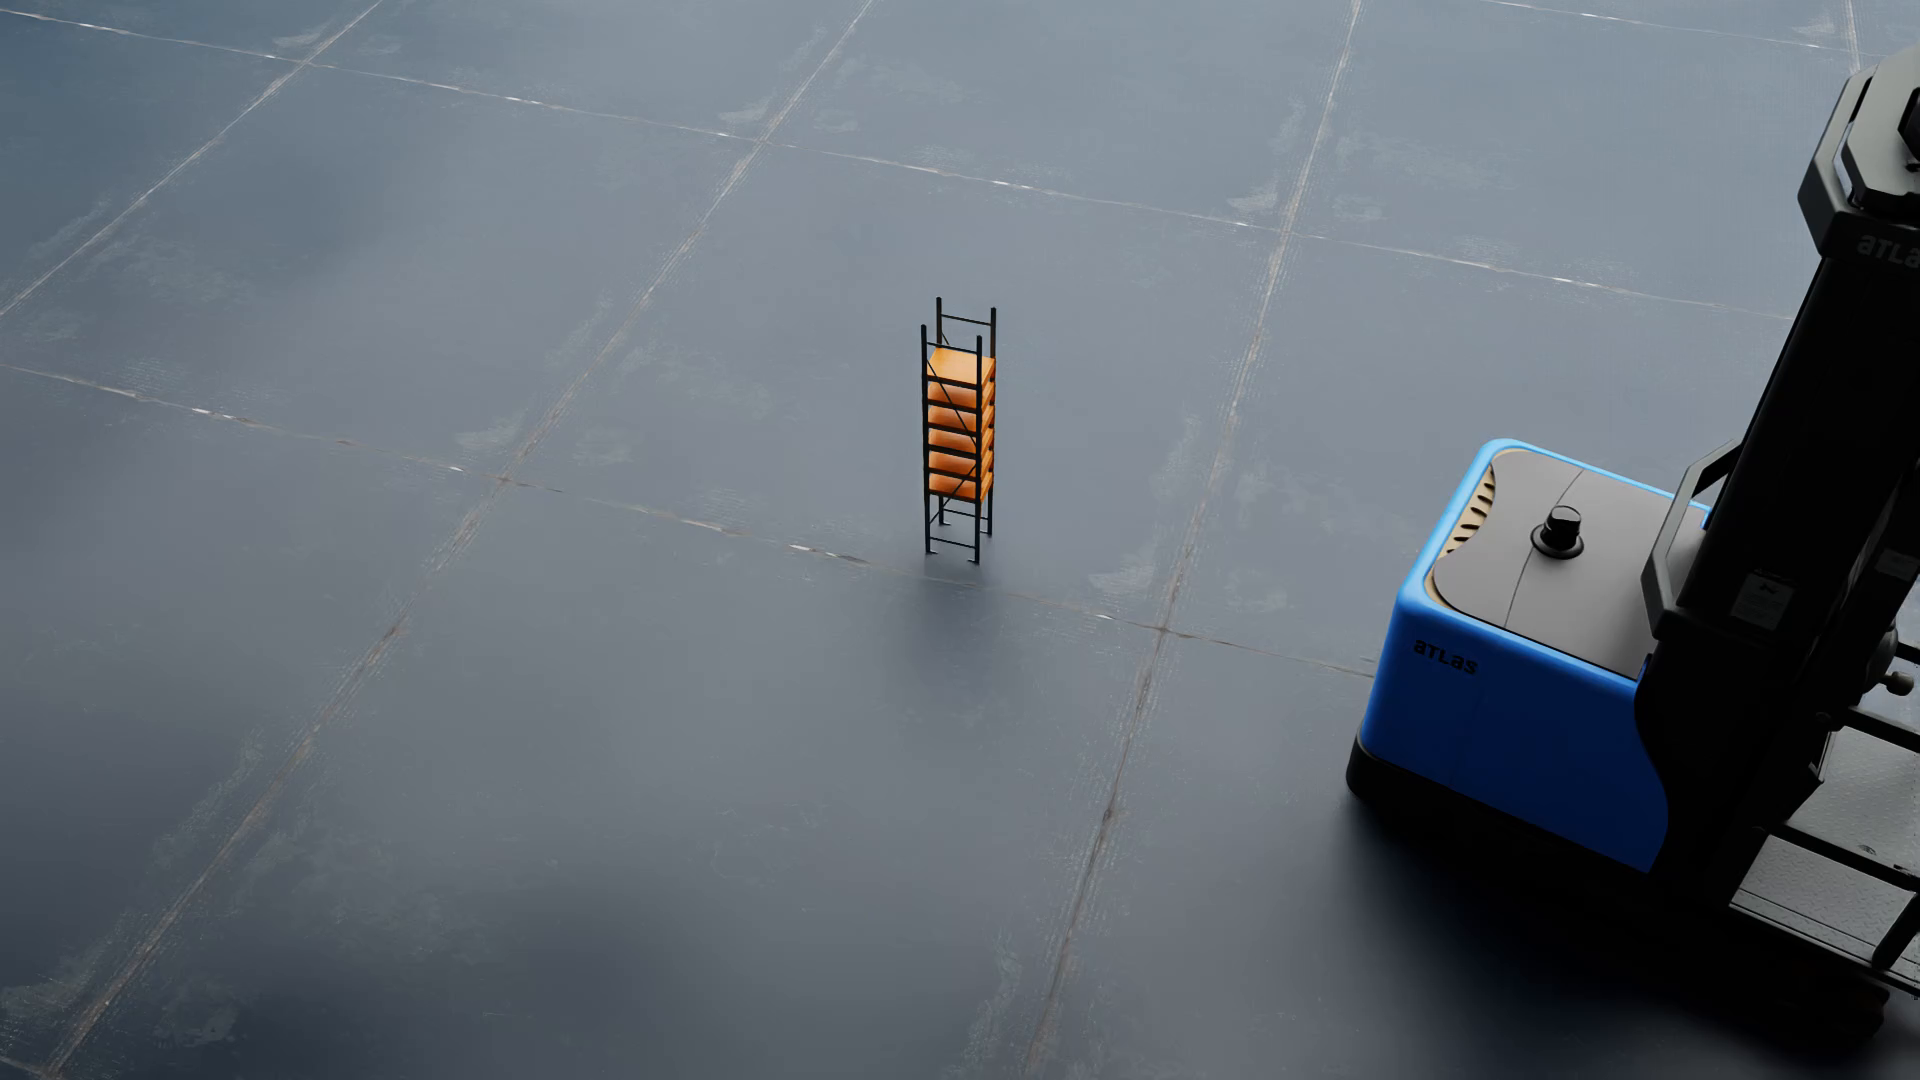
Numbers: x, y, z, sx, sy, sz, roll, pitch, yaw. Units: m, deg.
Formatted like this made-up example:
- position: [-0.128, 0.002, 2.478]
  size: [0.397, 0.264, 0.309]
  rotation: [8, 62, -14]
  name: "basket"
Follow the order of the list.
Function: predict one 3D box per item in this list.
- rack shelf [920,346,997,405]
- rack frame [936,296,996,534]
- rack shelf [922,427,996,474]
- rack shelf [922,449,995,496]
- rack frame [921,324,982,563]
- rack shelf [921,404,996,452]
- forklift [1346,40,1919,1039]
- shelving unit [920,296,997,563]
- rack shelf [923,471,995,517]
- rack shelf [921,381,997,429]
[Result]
- position: [-0.004, -0.645, 6.499]
  size: [0.258, 0.103, 0.180]
  rotation: [13, 46, 12]
  name: "rack shelf"
- position: [0.023, -0.480, 6.782]
  size: [0.240, 1.200, 0.006]
  rotation: [13, 46, 13]
  name: "rack frame"
- position: [-0.004, -0.387, 6.751]
  size: [0.258, 0.103, 0.180]
  rotation: [13, 46, 12]
  name: "rack shelf"
- position: [-0.004, -0.302, 6.834]
  size: [0.258, 0.103, 0.180]
  rotation: [13, 46, 12]
  name: "rack shelf"
- position: [-0.032, -0.358, 6.657]
  size: [0.240, 1.200, 0.006]
  rotation: [13, 46, 13]
  name: "rack frame"
- position: [-0.004, -0.473, 6.667]
  size: [0.258, 0.103, 0.180]
  rotation: [13, 46, 12]
  name: "rack shelf"
- position: [2.953, 0.151, 4.899]
  size: [3.031, 2.935, 1.130]
  rotation: [23, 49, 22]
  name: "forklift"
- position: [-0.004, -0.419, 6.719]
  size: [0.258, 1.200, 0.189]
  rotation: [13, 46, 13]
  name: "shelving unit"
- position: [-0.004, -0.216, 6.918]
  size: [0.258, 0.103, 0.180]
  rotation: [13, 46, 12]
  name: "rack shelf"
- position: [-0.004, -0.559, 6.583]
  size: [0.258, 0.103, 0.180]
  rotation: [13, 46, 12]
  name: "rack shelf"
